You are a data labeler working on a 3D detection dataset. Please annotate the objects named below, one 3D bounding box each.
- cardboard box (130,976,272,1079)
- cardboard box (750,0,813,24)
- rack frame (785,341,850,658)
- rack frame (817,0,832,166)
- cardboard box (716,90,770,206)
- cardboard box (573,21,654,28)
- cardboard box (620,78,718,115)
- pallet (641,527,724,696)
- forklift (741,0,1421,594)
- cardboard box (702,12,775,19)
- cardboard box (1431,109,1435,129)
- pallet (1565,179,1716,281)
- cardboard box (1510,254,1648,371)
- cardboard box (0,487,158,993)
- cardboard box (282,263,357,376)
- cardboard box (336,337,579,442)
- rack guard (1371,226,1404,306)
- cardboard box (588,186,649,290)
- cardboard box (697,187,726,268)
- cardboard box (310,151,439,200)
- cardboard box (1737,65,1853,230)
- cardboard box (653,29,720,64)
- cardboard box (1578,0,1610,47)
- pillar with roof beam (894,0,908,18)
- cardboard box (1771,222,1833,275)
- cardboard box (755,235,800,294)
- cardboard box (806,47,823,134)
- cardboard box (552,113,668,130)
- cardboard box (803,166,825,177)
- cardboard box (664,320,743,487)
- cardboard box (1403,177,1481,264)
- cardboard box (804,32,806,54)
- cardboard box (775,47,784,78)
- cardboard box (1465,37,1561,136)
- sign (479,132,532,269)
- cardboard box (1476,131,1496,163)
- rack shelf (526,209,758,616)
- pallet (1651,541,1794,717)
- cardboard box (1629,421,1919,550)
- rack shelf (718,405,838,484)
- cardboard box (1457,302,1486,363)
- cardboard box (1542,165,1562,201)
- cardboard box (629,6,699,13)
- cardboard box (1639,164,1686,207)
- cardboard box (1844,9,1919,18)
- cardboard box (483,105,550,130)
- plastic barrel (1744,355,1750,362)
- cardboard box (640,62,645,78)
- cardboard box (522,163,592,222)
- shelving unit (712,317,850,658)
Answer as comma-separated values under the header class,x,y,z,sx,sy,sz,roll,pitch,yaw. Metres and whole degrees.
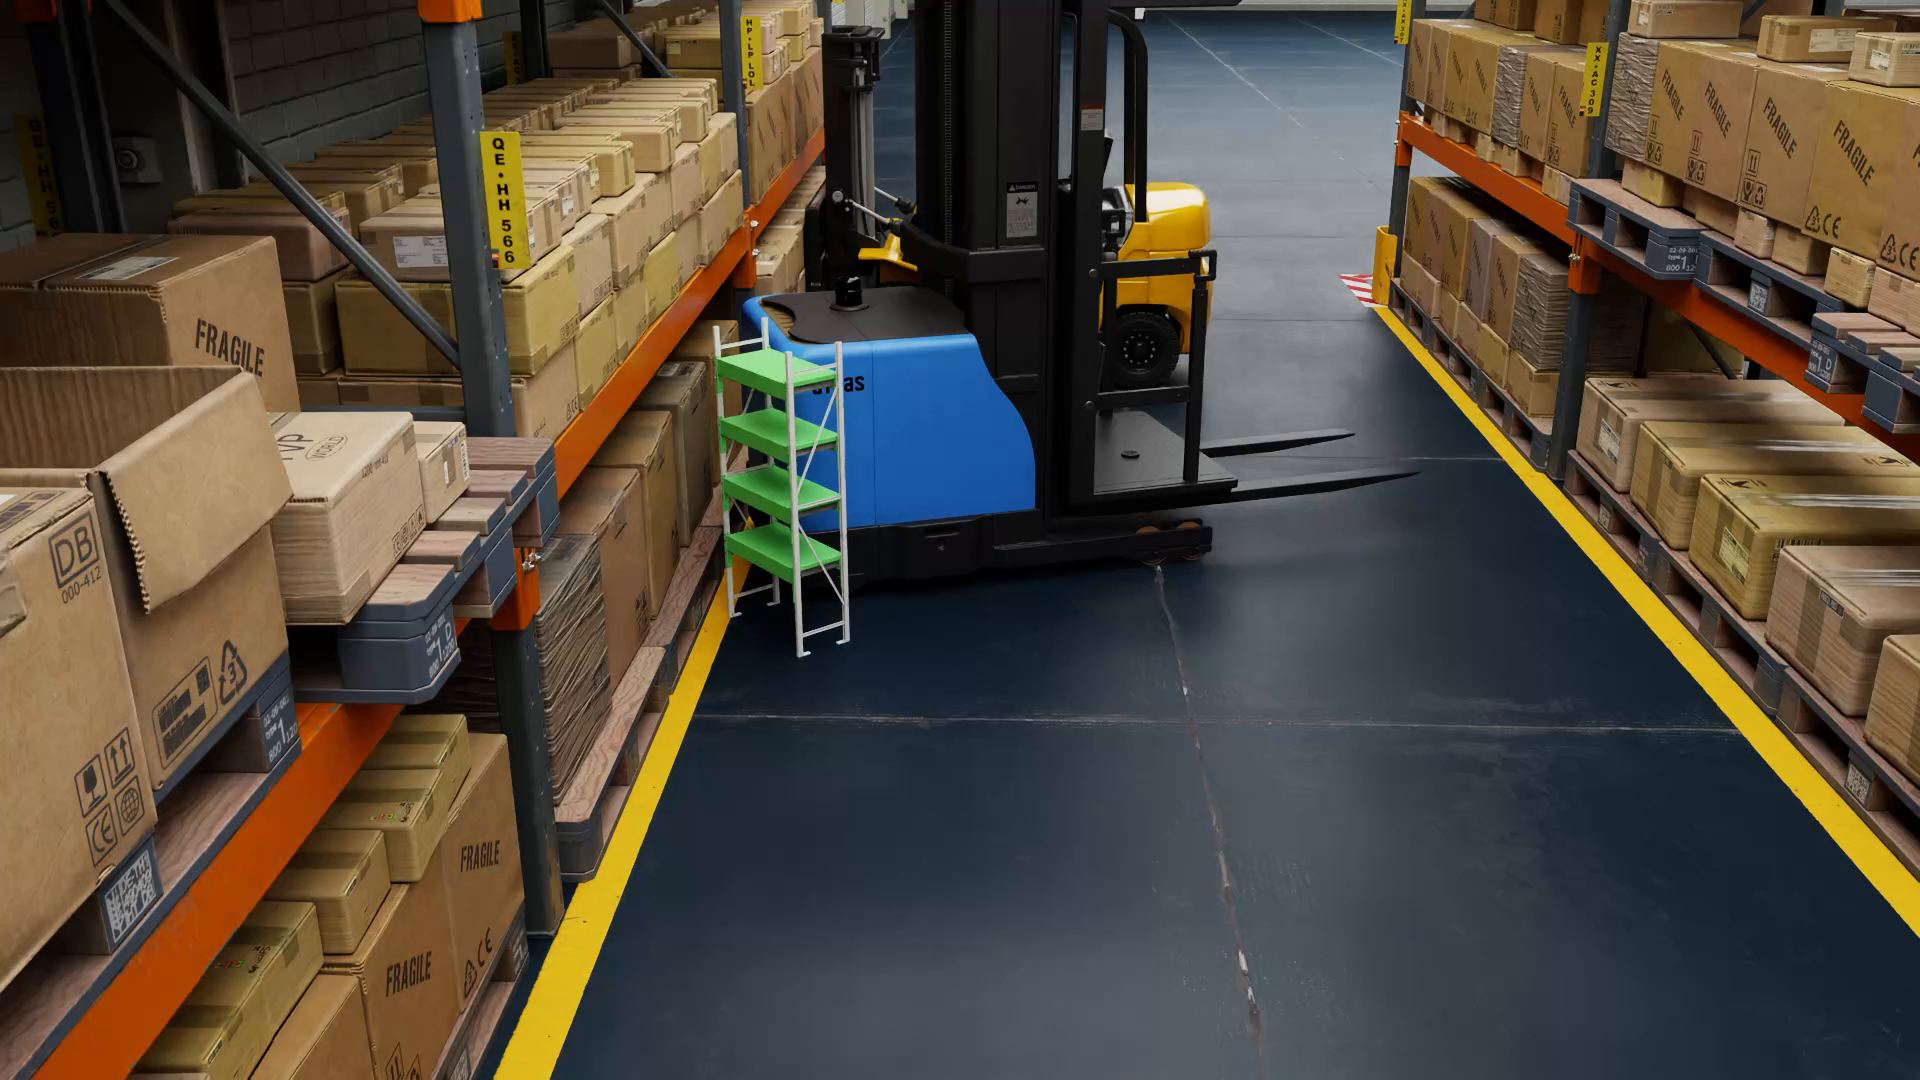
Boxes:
class,x,y,z,sx,sy,sz,roll,pitch,yaw
cardboard box,-1.484,0.918,2.995,0.380,0.149,0.250,0,21,1
cardboard box,-1.147,-3.374,10.631,0.380,0.149,0.250,1,21,3
rack frame,-0.529,-0.138,6.226,0.240,1.200,0.015,-17,27,-36
rack frame,-1.389,-3.202,11.635,1.000,3.000,0.127,1,21,2
cardboard box,-1.237,-1.960,8.296,0.500,0.500,0.500,0,21,0
cardboard box,-1.815,-2.640,8.739,0.380,0.149,0.250,0,21,1
cardboard box,-1.300,-1.979,7.448,0.380,0.149,0.250,1,21,3
pallet,-1.529,0.253,6.585,1.003,0.211,1.213,1,21,2
forklift,0.600,-1.433,7.169,3.031,2.935,1.130,-6,22,-16
cardboard box,-1.255,-2.913,9.443,0.380,0.149,0.250,1,21,2
cardboard box,3.272,-2.725,10.752,0.380,0.149,0.250,0,21,0
pallet,3.282,-1.339,7.097,1.003,0.211,1.213,1,21,2
cardboard box,3.200,-1.183,8.615,0.500,0.500,0.500,0,21,1
cardboard box,-1.476,0.251,2.017,0.700,0.500,0.500,1,21,1
cardboard box,-1.897,-0.638,4.544,0.500,0.250,0.500,1,21,3
cardboard box,-1.375,-0.398,4.614,0.500,0.250,0.500,1,21,2
rack guard,3.570,-1.956,11.879,1.175,0.500,0.348,1,21,2
cardboard box,-1.325,-1.001,5.477,0.500,0.250,0.500,0,21,0
cardboard box,-1.275,-1.319,6.989,0.500,0.250,0.500,1,21,1
cardboard box,-1.837,-1.151,5.312,0.380,0.149,0.250,1,21,1
cardboard box,3.101,-1.372,5.788,0.500,0.500,0.500,0,21,-1
cardboard box,-1.305,-2.451,8.254,0.380,0.149,0.250,1,21,2
cardboard box,3.760,-2.877,8.864,0.700,0.500,0.500,0,21,0
pillar with roof beam,2.904,-16.557,37.760,9.100,9.000,0.400,1,21,2
cardboard box,3.072,-1.017,5.771,0.380,0.149,0.250,0,21,0
cardboard box,-1.157,-1.492,9.066,0.500,0.250,0.500,1,21,2
cardboard box,-1.167,-2.881,10.668,0.500,0.500,0.500,1,21,3
cardboard box,-1.309,-1.517,6.256,0.380,0.149,0.250,1,21,2
cardboard box,-1.092,-2.412,11.438,0.500,0.250,0.500,1,21,3
cardboard box,-1.516,-0.656,7.775,0.875,0.625,0.625,2,21,4
cardboard box,3.271,-2.115,11.018,0.500,0.500,0.500,0,21,0
cardboard box,-1.147,-3.050,10.209,0.380,0.149,0.250,0,21,0
cardboard box,-1.161,-2.589,9.019,0.380,0.149,0.250,0,21,1
cardboard box,3.246,-2.611,9.561,0.500,0.500,0.500,0,21,1
sign,-1.090,-0.810,3.979,0.100,0.325,0.005,1,21,2
cardboard box,3.192,-2.258,9.549,0.380,0.149,0.250,1,21,2
rack shelf,-1.572,-0.697,6.174,1.077,0.370,4.000,1,21,2
pallet,3.394,0.321,6.410,1.003,0.211,1.213,1,21,2
cardboard box,3.418,-0.224,7.011,0.950,0.372,0.625,2,21,5
rack shelf,-0.685,-0.370,6.337,0.258,0.148,0.480,-17,27,-36
cardboard box,3.226,-1.210,9.721,0.500,0.250,0.500,1,21,2
cardboard box,3.156,-1.795,8.357,0.380,0.149,0.250,1,21,3
cardboard box,-1.761,-3.102,9.932,0.380,0.149,0.250,0,21,0
cardboard box,3.101,-1.495,7.002,0.380,0.149,0.250,1,21,3
cardboard box,3.654,-1.967,6.426,0.380,0.149,0.250,0,21,0
cardboard box,-1.825,-1.611,6.500,0.380,0.149,0.250,1,21,2
plastic barrel,5.023,-1.184,9.996,0.512,0.421,0.421,18,27,38
cardboard box,-1.785,-2.315,8.314,0.380,0.149,0.250,0,21,0
cardboard box,-1.344,-1.055,5.067,0.380,0.149,0.250,1,21,2
shelving unit,-0.685,-0.206,6.401,0.258,1.200,0.503,-17,27,-36
